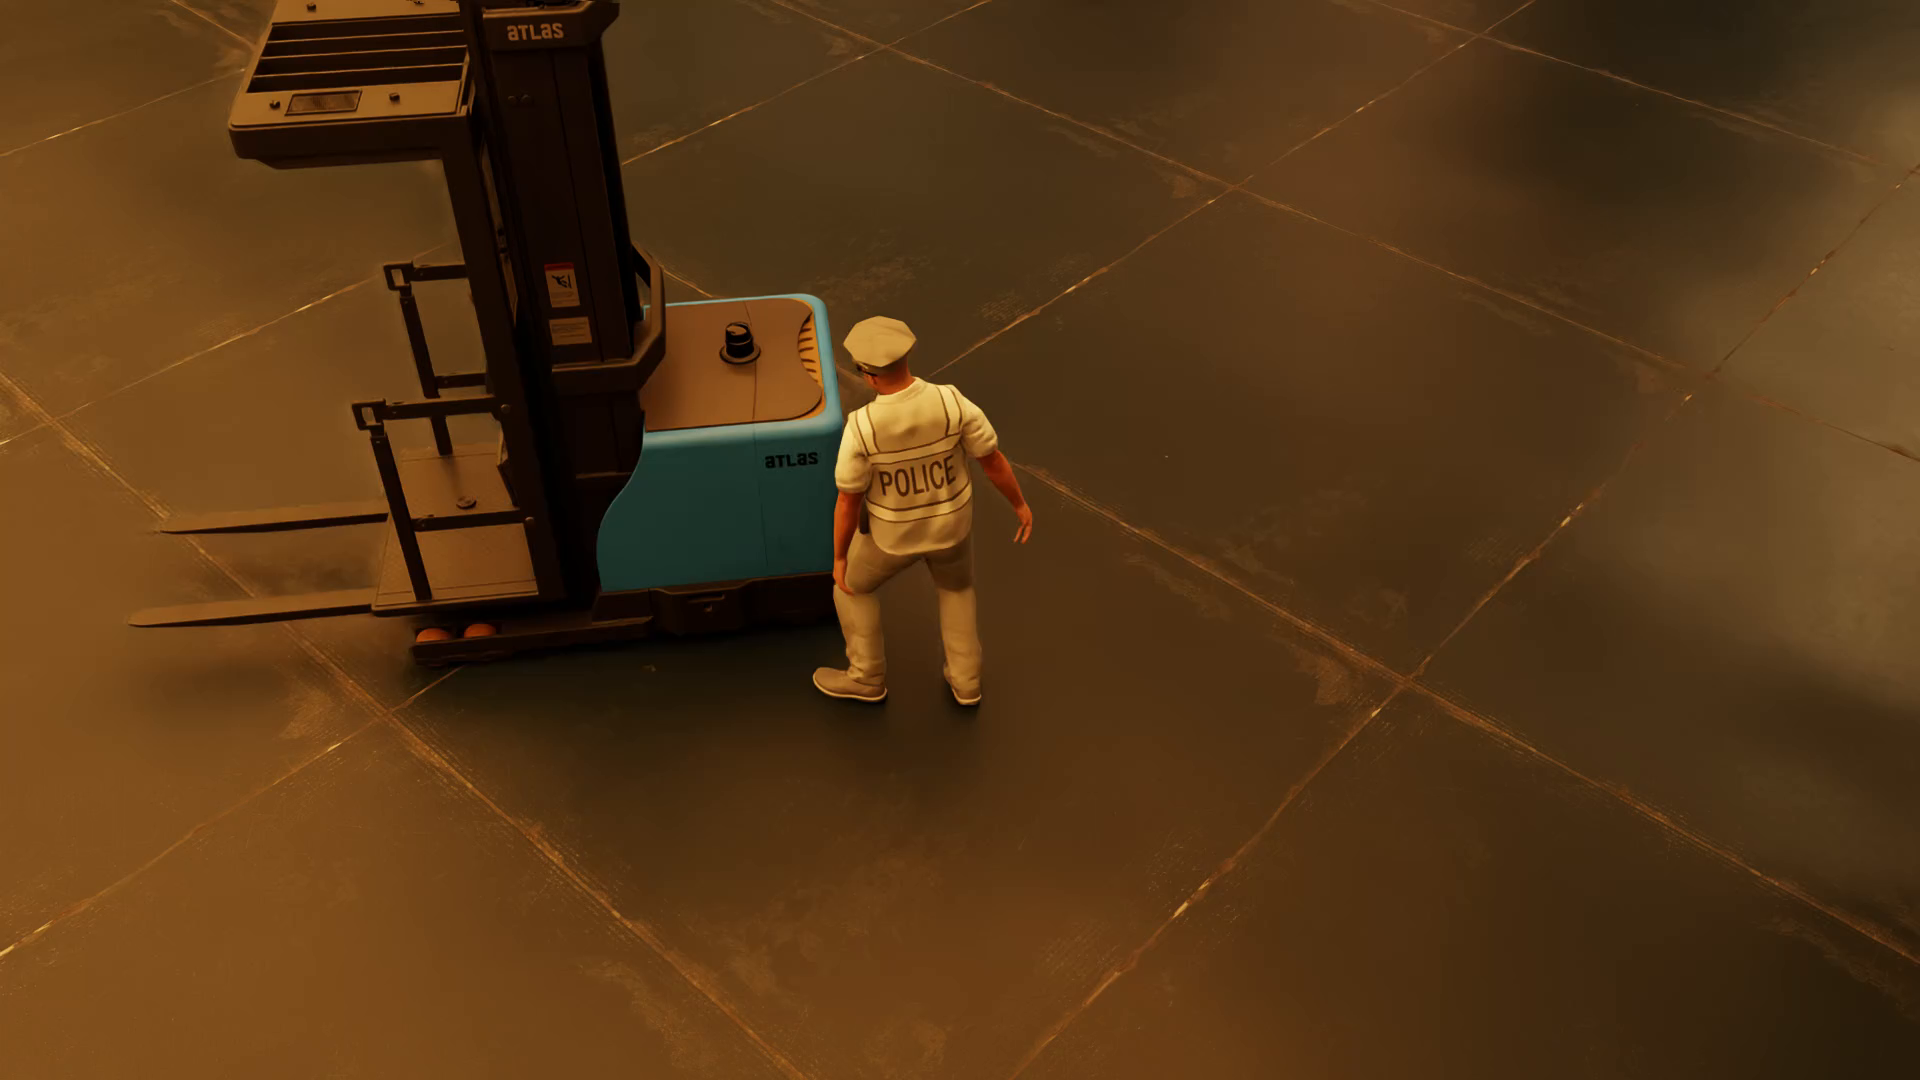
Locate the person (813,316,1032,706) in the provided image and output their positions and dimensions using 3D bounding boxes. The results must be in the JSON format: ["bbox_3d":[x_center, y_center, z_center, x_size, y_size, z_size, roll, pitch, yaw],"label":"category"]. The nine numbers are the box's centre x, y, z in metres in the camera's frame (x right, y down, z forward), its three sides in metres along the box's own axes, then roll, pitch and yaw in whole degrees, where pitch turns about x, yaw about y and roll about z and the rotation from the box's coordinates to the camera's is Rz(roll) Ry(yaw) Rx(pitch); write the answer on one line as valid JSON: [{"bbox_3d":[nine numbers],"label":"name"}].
[{"bbox_3d":[-0.161,-0.042,6.467,0.896,1.733,0.461,-9,41,-10],"label":"person"}]

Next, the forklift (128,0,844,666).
[{"bbox_3d":[-2.014,-0.945,6.530,3.031,2.935,1.130,-5,41,-6],"label":"forklift"}]
